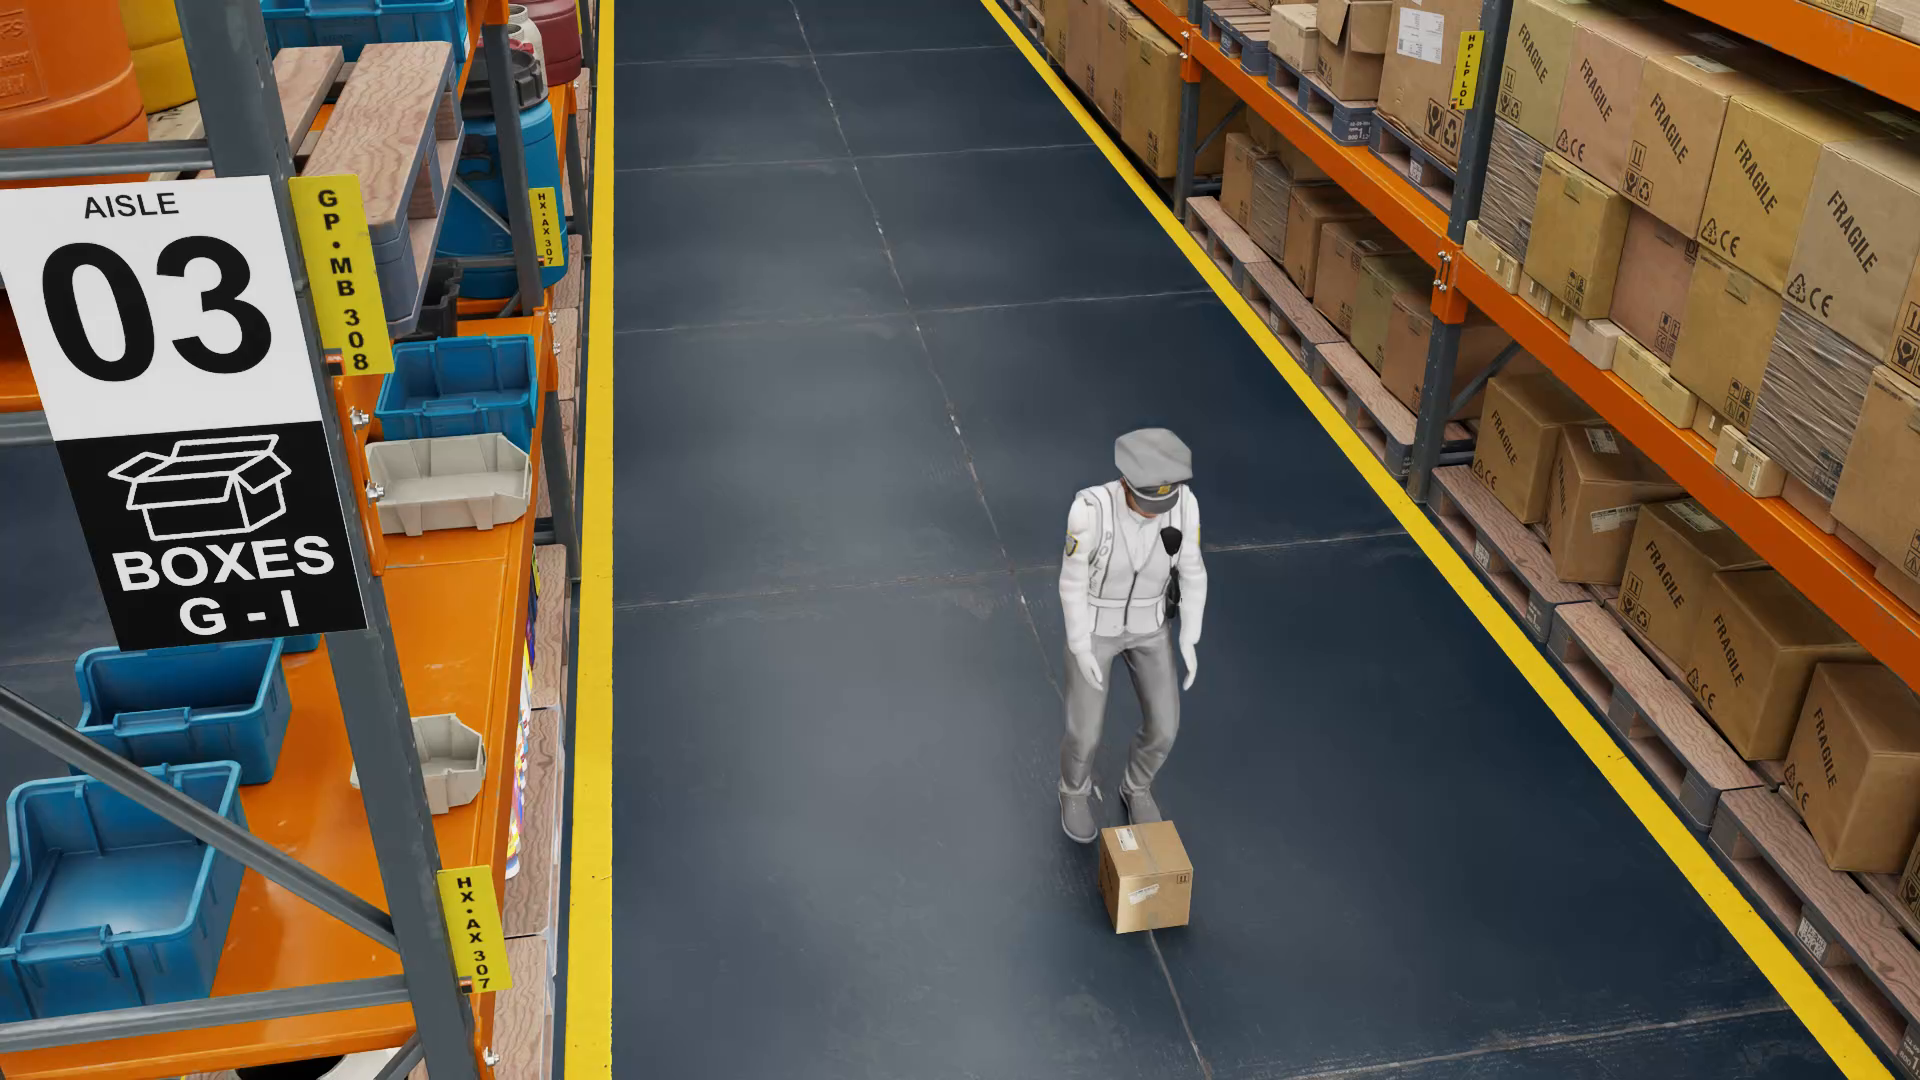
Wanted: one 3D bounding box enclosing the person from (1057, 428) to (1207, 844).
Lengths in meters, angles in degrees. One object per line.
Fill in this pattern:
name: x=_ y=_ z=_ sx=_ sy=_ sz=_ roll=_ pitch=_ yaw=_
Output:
person: x=0.579 y=0.333 z=5.647 sx=0.508 sy=1.604 sz=0.485 roll=-5 pitch=31 yaw=-8
